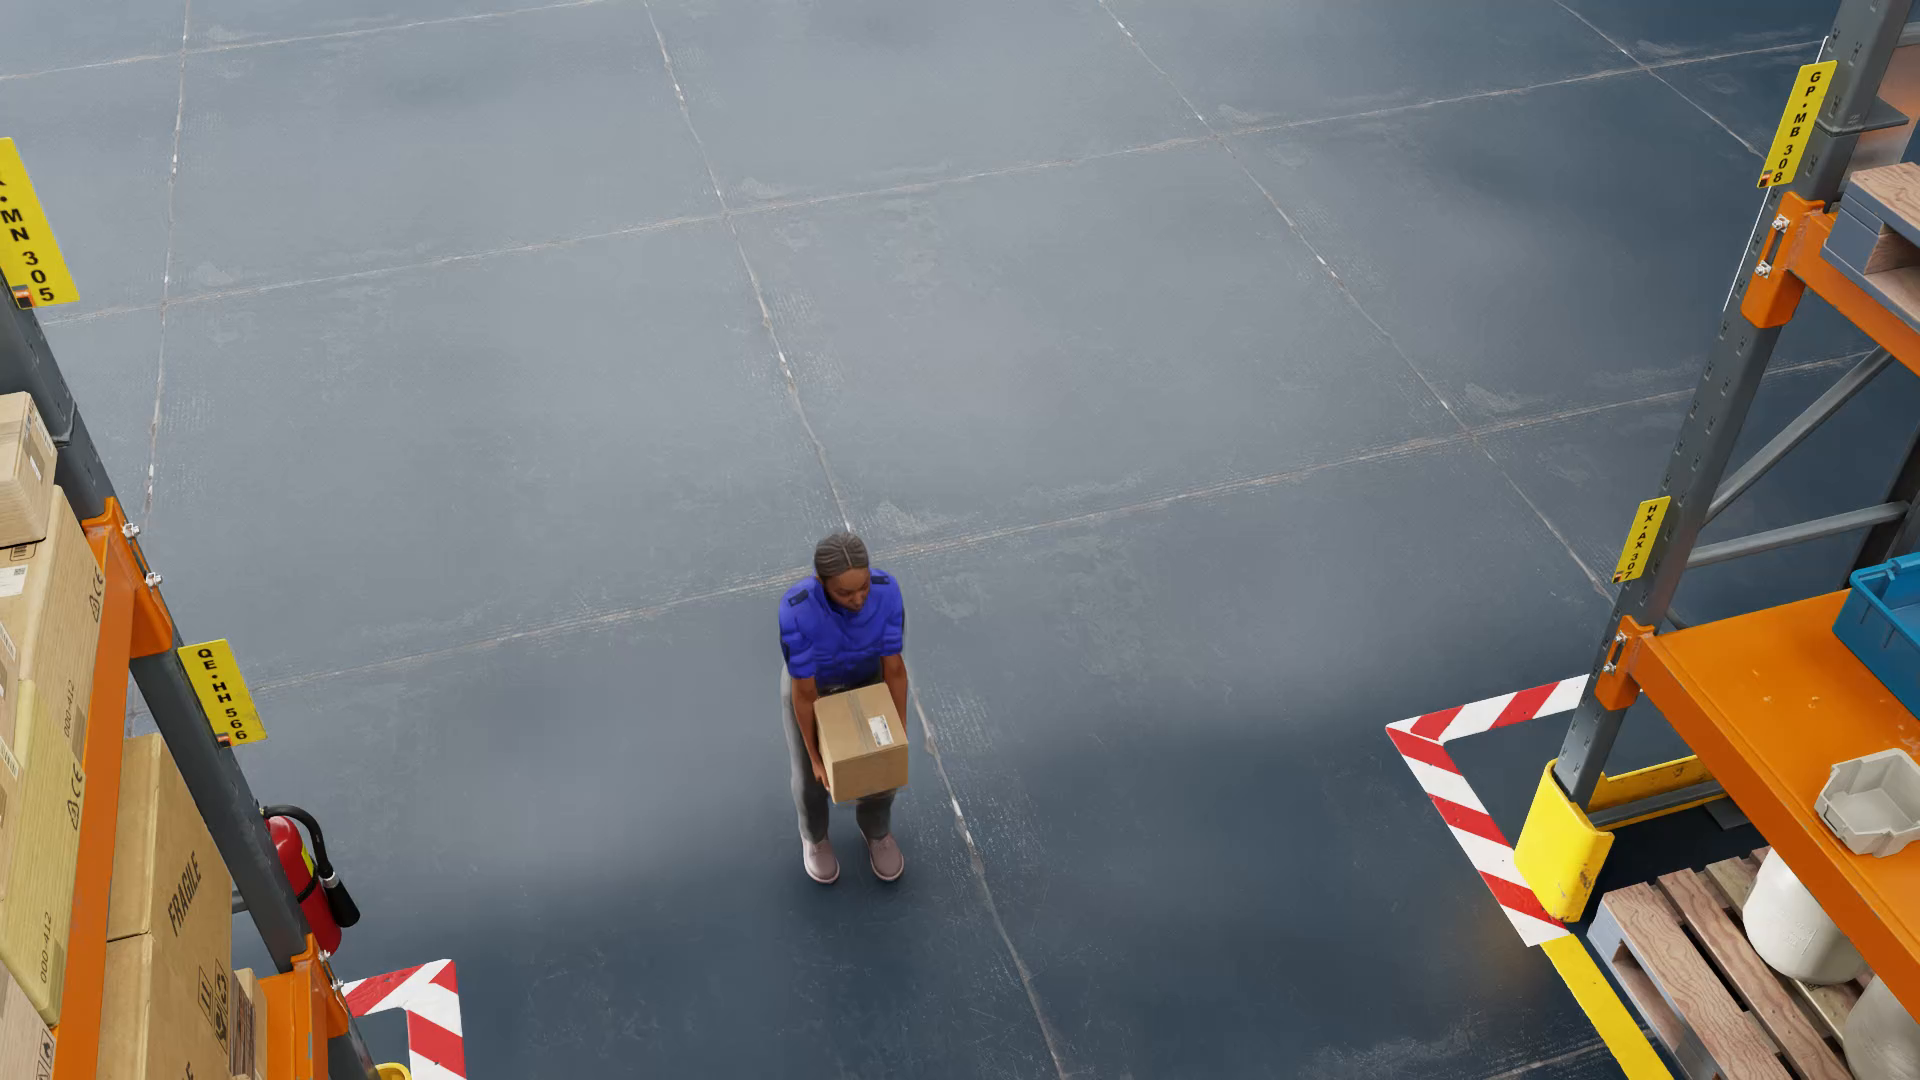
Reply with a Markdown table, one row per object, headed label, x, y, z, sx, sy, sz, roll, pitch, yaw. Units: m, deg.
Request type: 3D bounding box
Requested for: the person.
| label | x | y | z | sx | sy | sz | roll | pitch | yaw |
| --- | --- | --- | --- | --- | --- | --- | --- | --- | --- |
| person | -0.372 | 0.579 | 5.555 | 0.411 | 1.636 | 0.538 | -13 | 44 | -13 |
